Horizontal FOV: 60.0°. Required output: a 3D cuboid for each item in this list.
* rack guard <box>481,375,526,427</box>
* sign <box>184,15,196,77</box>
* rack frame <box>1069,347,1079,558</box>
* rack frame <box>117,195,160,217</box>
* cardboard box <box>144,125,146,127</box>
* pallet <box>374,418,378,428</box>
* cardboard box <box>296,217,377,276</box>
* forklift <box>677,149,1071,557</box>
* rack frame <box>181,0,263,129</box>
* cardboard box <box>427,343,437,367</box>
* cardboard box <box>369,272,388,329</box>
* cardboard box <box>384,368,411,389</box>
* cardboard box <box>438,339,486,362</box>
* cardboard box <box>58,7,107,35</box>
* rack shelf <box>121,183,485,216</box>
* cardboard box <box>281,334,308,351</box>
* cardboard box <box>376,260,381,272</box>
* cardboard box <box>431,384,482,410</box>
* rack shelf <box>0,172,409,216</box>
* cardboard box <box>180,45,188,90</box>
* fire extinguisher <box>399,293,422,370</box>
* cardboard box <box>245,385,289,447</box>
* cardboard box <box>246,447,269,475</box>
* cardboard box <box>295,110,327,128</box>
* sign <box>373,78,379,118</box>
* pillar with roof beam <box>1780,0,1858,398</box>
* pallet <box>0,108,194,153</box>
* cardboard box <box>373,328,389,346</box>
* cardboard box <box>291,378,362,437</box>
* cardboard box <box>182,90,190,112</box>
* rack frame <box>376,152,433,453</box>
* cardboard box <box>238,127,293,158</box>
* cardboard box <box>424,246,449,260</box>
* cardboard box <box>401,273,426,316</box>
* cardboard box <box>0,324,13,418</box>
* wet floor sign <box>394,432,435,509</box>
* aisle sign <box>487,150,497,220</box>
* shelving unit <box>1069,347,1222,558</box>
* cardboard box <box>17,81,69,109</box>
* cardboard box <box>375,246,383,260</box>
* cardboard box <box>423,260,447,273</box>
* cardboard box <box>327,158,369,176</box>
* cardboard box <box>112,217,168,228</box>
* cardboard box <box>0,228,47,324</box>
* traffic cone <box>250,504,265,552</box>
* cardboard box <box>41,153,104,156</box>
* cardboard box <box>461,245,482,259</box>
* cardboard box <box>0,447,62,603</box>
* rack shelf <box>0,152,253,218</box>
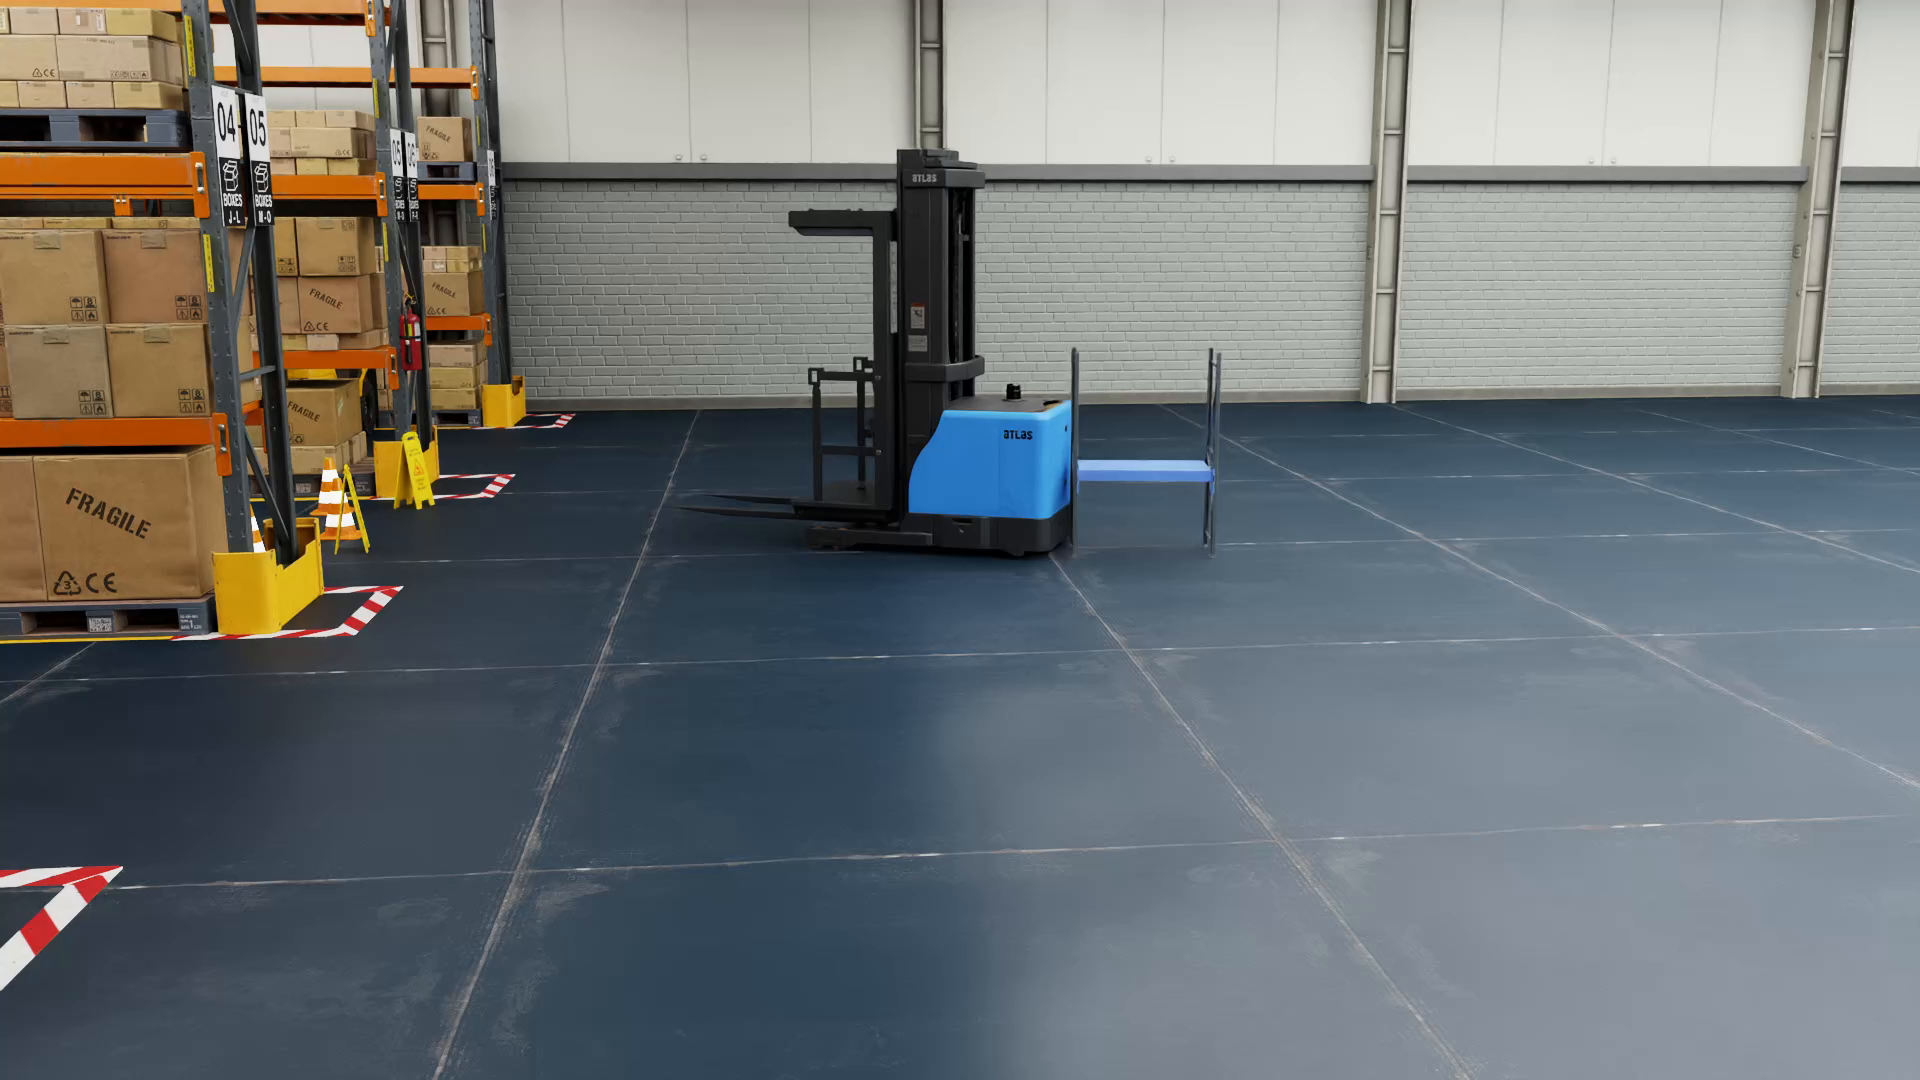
[{"bbox_3d":[-5.525,-1.687,20.155,0.348,0.500,1.175,-1,11,-6],"label":"rack guard"},{"bbox_3d":[-4.329,-2.778,9.354,0.005,0.325,0.100,-1,11,-6],"label":"sign"},{"bbox_3d":[0.846,-0.654,12.306,0.032,1.500,0.500,0,11,1],"label":"rack frame"},{"bbox_3d":[-9.525,-2.830,19.488,0.127,3.000,1.000,-1,11,-6],"label":"rack frame"},{"bbox_3d":[-6.834,-3.599,14.209,0.250,0.149,0.380,-1,11,-5],"label":"cardboard box"},{"bbox_3d":[-7.514,-1.496,19.933,1.213,0.211,1.003,-1,11,-6],"label":"pallet"},{"bbox_3d":[-5.493,-2.595,14.668,0.500,0.500,0.700,-1,11,-7],"label":"cardboard box"},{"bbox_3d":[-0.672,-1.455,12.673,3.031,2.935,1.130,3,12,16],"label":"forklift"},{"bbox_3d":[-4.374,-3.958,9.673,0.127,3.000,1.000,-1,11,-6],"label":"rack frame"},{"bbox_3d":[-6.480,-2.180,19.627,0.500,0.250,0.500,-1,11,-5],"label":"cardboard box"},{"bbox_3d":[-5.510,-2.200,15.252,0.500,0.500,0.500,-1,11,-7],"label":"cardboard box"},{"bbox_3d":[-6.498,-1.937,19.689,0.500,0.250,0.500,-1,11,-7],"label":"cardboard box"},{"bbox_3d":[-6.047,-2.287,20.174,0.500,0.250,0.500,-1,11,-7],"label":"cardboard box"},{"bbox_3d":[-4.920,-2.932,9.468,0.250,0.149,0.380,-1,11,-6],"label":"cardboard box"},{"bbox_3d":[-7.537,-3.991,19.480,4.000,0.370,1.077,-1,11,-6],"label":"rack shelf"},{"bbox_3d":[-5.855,-1.762,14.705,0.250,0.149,0.380,-1,11,-7],"label":"cardboard box"},{"bbox_3d":[-6.886,-3.198,19.416,0.250,0.149,0.380,-2,11,-8],"label":"cardboard box"},{"bbox_3d":[-5.982,-1.700,19.778,0.500,0.250,0.500,-1,11,-6],"label":"cardboard box"},{"bbox_3d":[-6.997,-3.039,14.638,4.000,0.370,1.077,-1,11,-6],"label":"rack shelf"},{"bbox_3d":[-4.881,-2.853,10.098,0.500,0.250,0.500,-1,11,-6],"label":"cardboard box"},{"bbox_3d":[-4.845,-1.838,14.640,0.183,0.674,0.296,-1,11,-6],"label":"fire extinguisher"},{"bbox_3d":[-6.296,-1.108,14.825,0.500,0.500,0.500,-1,11,-4],"label":"cardboard box"},{"bbox_3d":[-6.299,-0.741,14.899,0.500,0.250,0.500,-1,11,-6],"label":"cardboard box"},{"bbox_3d":[-5.574,-3.640,14.414,0.250,0.149,0.380,-1,11,-5],"label":"cardboard box"},{"bbox_3d":[-4.969,-3.761,14.152,0.005,0.325,0.100,-1,11,-6],"label":"sign"},{"bbox_3d":[12.022,-5.565,17.846,0.400,9.000,9.100,-1,11,-6],"label":"pillar with roof beam"},{"bbox_3d":[-5.110,-2.425,9.883,1.213,0.211,1.003,-1,11,-6],"label":"pallet"},{"bbox_3d":[-5.369,-1.871,15.260,0.250,0.149,0.380,-1,11,-6],"label":"cardboard box"},{"bbox_3d":[-5.864,-1.222,15.404,0.500,0.500,0.500,-2,11,-8],"label":"cardboard box"},{"bbox_3d":[-4.749,-2.672,10.213,0.250,0.149,0.380,-1,11,-6],"label":"cardboard box"},{"bbox_3d":[-5.009,-1.962,15.070,0.127,3.000,1.000,-1,11,-6],"label":"rack frame"},{"bbox_3d":[-5.990,-3.436,14.410,0.500,0.250,0.500,-1,11,-7],"label":"cardboard box"},{"bbox_3d":[-6.124,-3.368,19.511,0.250,0.149,0.380,-1,11,-6],"label":"cardboard box"},{"bbox_3d":[-6.526,-2.893,19.548,0.500,0.500,0.500,-1,11,-4],"label":"cardboard box"},{"bbox_3d":[-5.852,-1.068,10.138,0.550,0.550,0.875,-1,11,-6],"label":"cardboard box"},{"bbox_3d":[-4.704,-0.605,14.274,0.232,0.644,0.267,3,11,14],"label":"wet floor sign"},{"bbox_3d":[-5.452,-4.134,19.381,0.004,0.787,0.394,-1,11,-6],"label":"aisle sign"},{"bbox_3d":[1.354,-0.652,12.295,1.048,1.500,0.538,0,11,1],"label":"shelving unit"},{"bbox_3d":[-5.174,-2.536,9.517,0.250,0.149,0.380,-1,11,-5],"label":"cardboard box"},{"bbox_3d":[-6.883,-3.339,19.367,0.250,0.149,0.380,-1,11,-5],"label":"cardboard box"},{"bbox_3d":[-6.114,-3.209,19.473,0.250,0.149,0.380,-1,11,-5],"label":"cardboard box"},{"bbox_3d":[-5.333,-3.249,14.494,0.250,0.149,0.380,-1,11,-6],"label":"cardboard box"},{"bbox_3d":[-7.004,-2.572,14.550,0.500,0.500,0.700,-1,11,-6],"label":"cardboard box"},{"bbox_3d":[-5.855,-1.603,10.057,0.550,0.550,0.875,-1,11,-6],"label":"cardboard box"},{"bbox_3d":[-5.055,-0.031,11.826,0.334,0.463,0.336,-1,11,-6],"label":"traffic cone"},{"bbox_3d":[-7.507,-3.400,14.226,0.500,0.250,0.500,-1,11,-6],"label":"cardboard box"},{"bbox_3d":[-5.906,-3.461,19.984,0.250,0.149,0.380,-1,11,-7],"label":"cardboard box"},{"bbox_3d":[-5.915,-0.132,10.185,0.875,0.875,0.875,-1,11,-7],"label":"cardboard box"},{"bbox_3d":[-6.362,-2.092,9.820,4.000,0.370,1.077,-1,11,-6],"label":"rack shelf"}]
